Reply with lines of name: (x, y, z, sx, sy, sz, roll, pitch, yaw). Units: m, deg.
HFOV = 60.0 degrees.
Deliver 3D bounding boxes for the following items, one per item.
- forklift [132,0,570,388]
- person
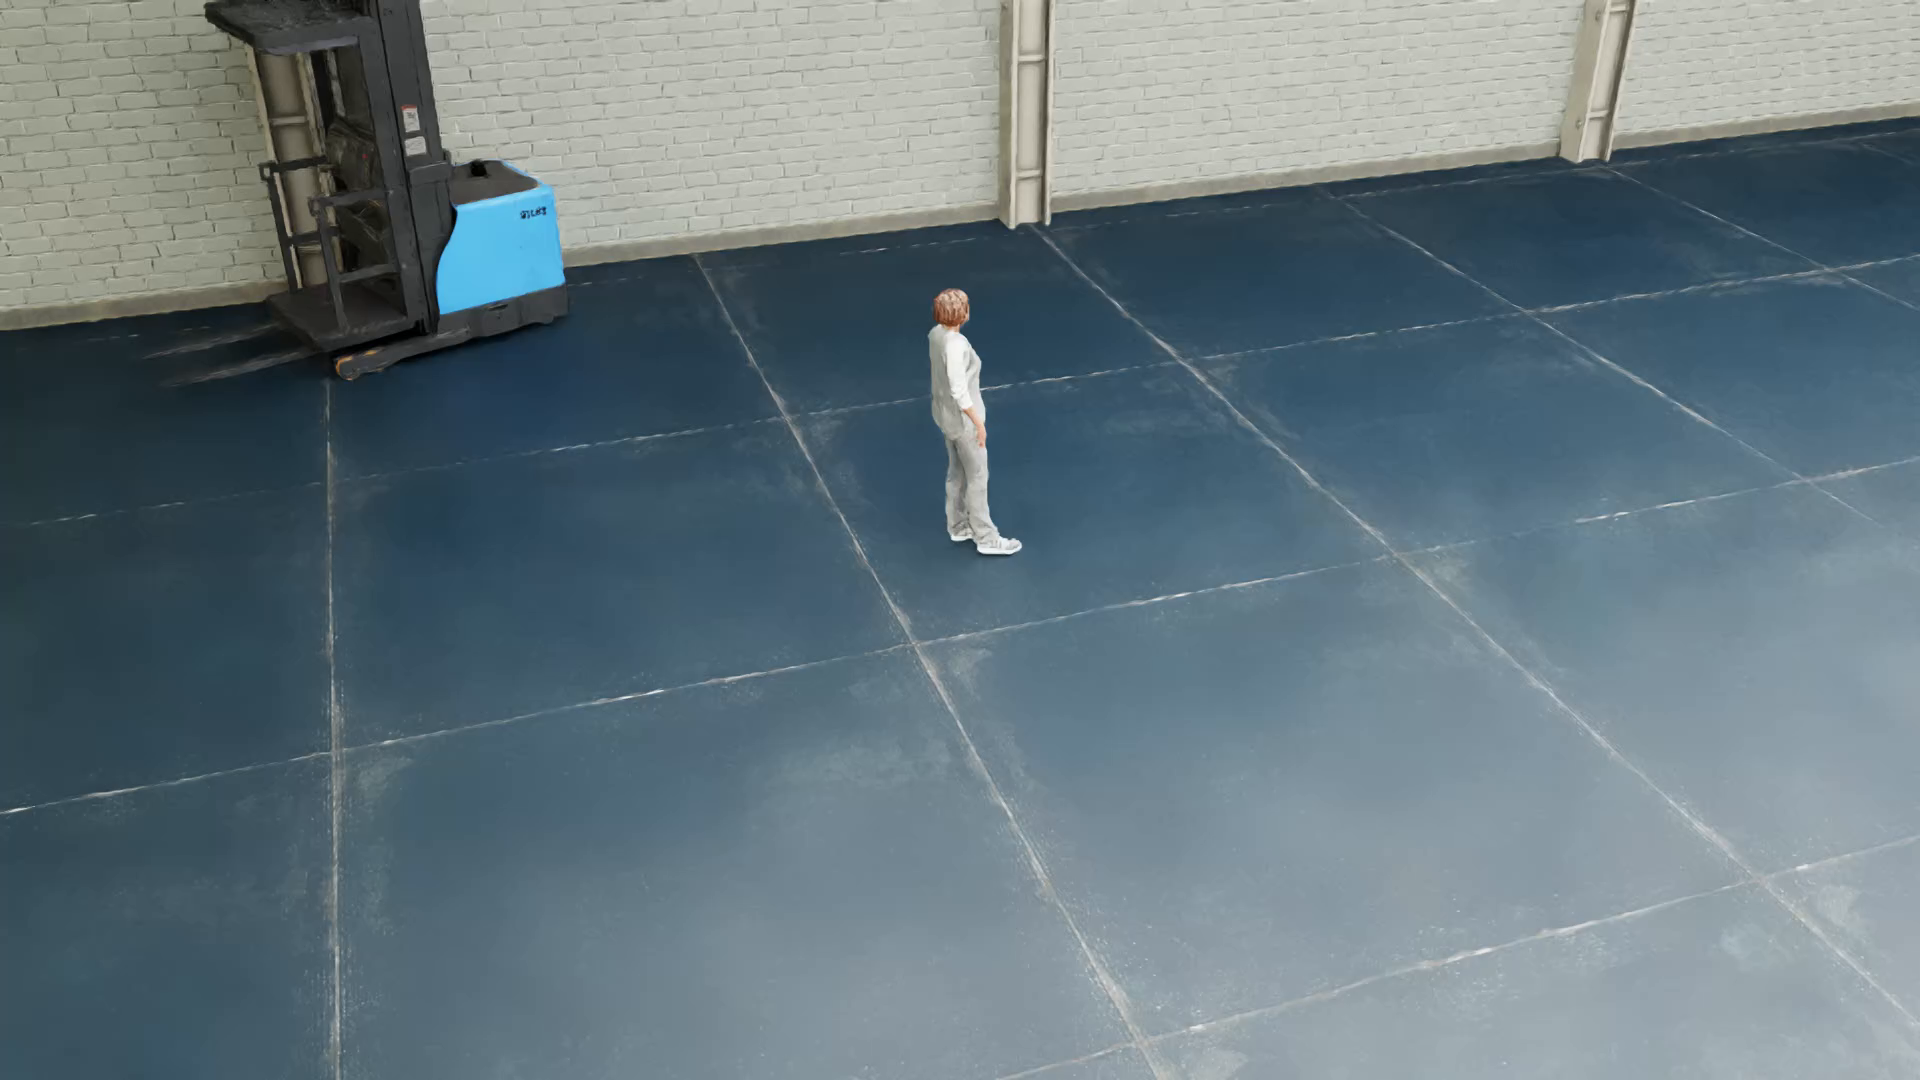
forklift: (-4.515, -2.727, 11.826, 3.031, 2.935, 1.130, -22, 36, -33)
person: (0.075, -0.704, 9.633, 0.474, 1.597, 0.521, -10, 31, -16)
